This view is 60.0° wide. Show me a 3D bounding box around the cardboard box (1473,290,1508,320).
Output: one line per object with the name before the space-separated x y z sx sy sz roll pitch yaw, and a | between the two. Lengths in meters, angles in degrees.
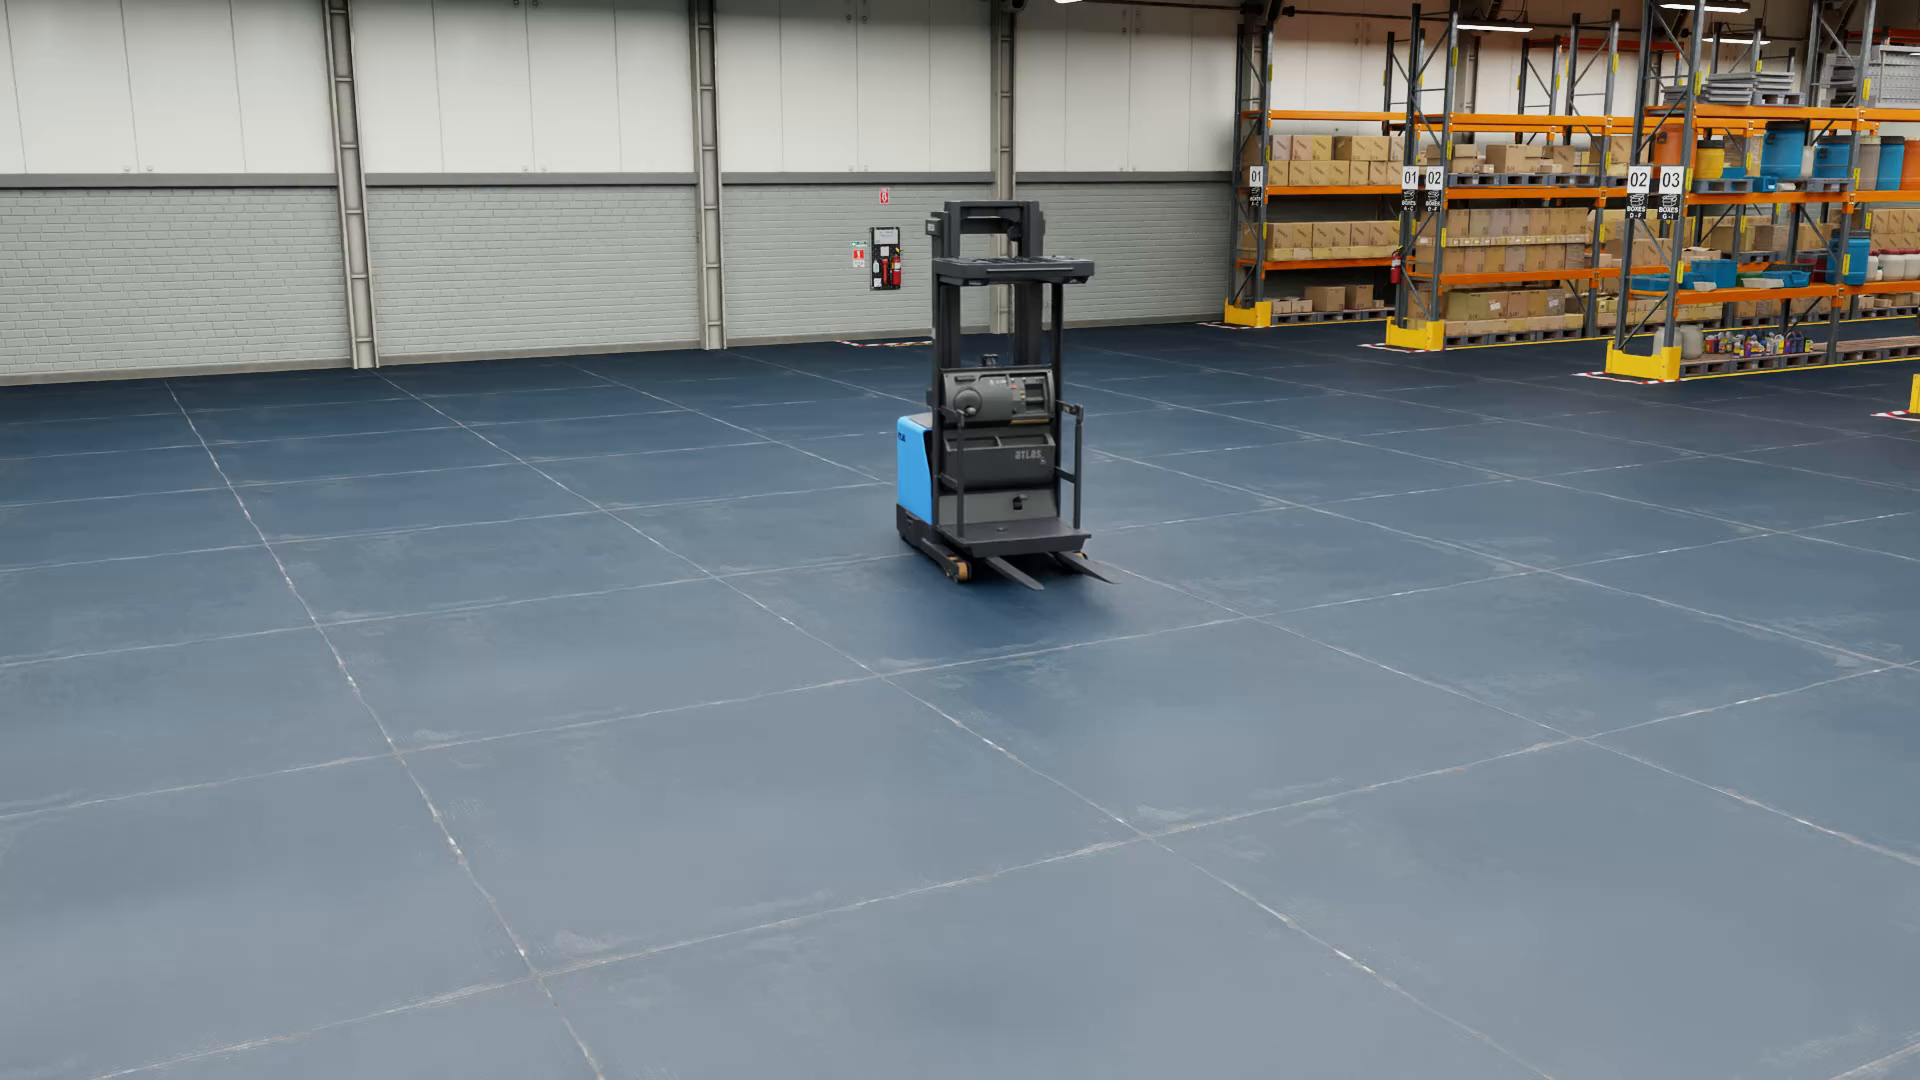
cardboard box | 9.718 -4.332 30.625 0.500 0.500 0.500 -7 14 -28

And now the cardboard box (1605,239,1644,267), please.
cardboard box | 12.925 -5.584 32.361 0.500 0.500 0.500 -6 14 -24

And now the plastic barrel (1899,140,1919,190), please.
plastic barrel | 16.263 -6.427 28.527 0.708 0.830 0.600 -7 14 -28

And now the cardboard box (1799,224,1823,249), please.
cardboard box | 17.706 -6.406 35.058 0.500 0.500 0.700 -4 13 -19

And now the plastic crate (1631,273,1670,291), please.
plastic crate | 10.936 -4.064 26.174 0.616 0.251 0.499 -7 14 -28

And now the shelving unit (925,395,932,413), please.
shelving unit | -0.187 -0.692 14.948 0.189 1.200 0.258 -4 13 -18

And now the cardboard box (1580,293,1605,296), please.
cardboard box | 12.452 -4.693 32.658 0.500 0.311 0.500 -6 14 -26

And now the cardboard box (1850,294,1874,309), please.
cardboard box | 19.275 -5.149 35.778 0.500 0.311 0.500 -7 14 -28

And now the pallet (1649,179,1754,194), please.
pallet | 11.413 -5.466 25.662 1.213 0.211 1.003 -7 14 -28

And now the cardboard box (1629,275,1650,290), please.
cardboard box | 15.917 -6.261 39.535 0.750 0.750 0.750 -7 14 -27

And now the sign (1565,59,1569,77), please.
sign | 11.510 -8.926 31.470 0.005 0.325 0.100 -7 14 -28

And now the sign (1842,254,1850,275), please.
sign | 14.405 -4.475 27.031 0.005 0.325 0.100 -7 14 -28

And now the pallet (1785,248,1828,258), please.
pallet | 18.049 -6.087 35.261 1.213 0.211 1.003 -7 14 -28

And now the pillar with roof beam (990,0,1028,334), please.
pillar with roof beam | 2.889 -7.642 28.069 0.548 9.000 9.100 -7 14 -28

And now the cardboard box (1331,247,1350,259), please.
cardboard box | 7.817 -6.025 34.844 0.500 0.250 0.500 -7 14 -27

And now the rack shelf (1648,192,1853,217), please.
rack shelf | 12.395 -5.349 26.352 4.000 0.370 1.077 -7 14 -28

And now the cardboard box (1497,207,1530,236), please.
cardboard box | 10.073 -5.877 30.711 0.500 0.500 0.700 -7 14 -28

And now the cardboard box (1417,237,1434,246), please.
cardboard box | 8.514 -5.423 30.170 0.250 0.149 0.380 -7 15 -29

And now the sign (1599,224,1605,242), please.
sign | 12.048 -5.756 31.202 0.005 0.325 0.100 -7 14 -28

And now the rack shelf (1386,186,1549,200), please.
rack shelf | 11.159 -7.679 36.705 4.000 0.370 1.077 -7 14 -28

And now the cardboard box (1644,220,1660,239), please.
cardboard box | 16.141 -7.304 39.283 0.500 0.500 0.500 -7 15 -29

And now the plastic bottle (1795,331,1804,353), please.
plastic bottle | 13.724 -3.246 27.232 0.185 0.351 0.144 -7 15 -29

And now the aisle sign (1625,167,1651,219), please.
aisle sign | 10.434 -5.344 25.603 0.004 0.787 0.394 -7 14 -28

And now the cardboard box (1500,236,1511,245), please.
cardboard box | 9.847 -5.482 30.431 0.250 0.149 0.380 -7 14 -29

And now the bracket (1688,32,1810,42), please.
bracket | 19.421 -12.367 40.869 4.783 0.066 0.076 -7 14 -28

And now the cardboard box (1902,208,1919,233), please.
cardboard box | 20.708 -6.938 36.103 0.500 0.500 0.500 -6 14 -26

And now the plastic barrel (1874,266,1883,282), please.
plastic barrel | 15.386 -4.489 28.040 0.301 0.262 0.301 0 13 0

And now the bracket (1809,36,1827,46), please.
bracket | 21.698 -12.640 42.081 0.430 0.232 0.235 -7 14 -28

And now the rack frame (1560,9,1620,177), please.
rack frame | 11.781 -8.329 31.122 0.127 3.000 1.000 -7 14 -28

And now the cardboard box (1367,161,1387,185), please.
cardboard box | 8.629 -7.727 35.005 0.500 0.500 0.500 -8 15 -33

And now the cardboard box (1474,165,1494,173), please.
cardboard box | 9.387 -6.685 29.947 0.250 0.149 0.380 -7 14 -28

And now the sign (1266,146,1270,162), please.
sign | 6.153 -7.721 33.261 0.005 0.325 0.100 -7 14 -28

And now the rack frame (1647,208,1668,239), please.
rack frame | 16.426 -7.198 39.760 0.127 3.000 1.000 -7 14 -28

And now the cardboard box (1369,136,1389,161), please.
cardboard box | 8.615 -8.201 34.836 0.500 0.500 0.500 -6 14 -25

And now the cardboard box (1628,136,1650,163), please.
cardboard box | 12.830 -7.485 31.880 0.500 0.500 0.500 -5 14 -22

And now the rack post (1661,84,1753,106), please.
rack post | 11.364 -6.764 25.308 0.954 0.300 0.937 -5 14 -22

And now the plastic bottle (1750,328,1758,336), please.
plastic bottle | 13.243 -3.364 27.758 0.185 0.351 0.144 -6 14 -26

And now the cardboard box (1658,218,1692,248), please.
cardboard box | 16.910 -7.398 39.967 0.700 0.700 0.980 -7 14 -27

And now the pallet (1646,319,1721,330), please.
pallet | 14.550 -4.383 33.605 1.213 0.211 1.003 -7 14 -28

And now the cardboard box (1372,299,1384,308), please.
cardboard box | 8.949 -5.127 36.008 0.250 0.166 0.380 -9 16 -35

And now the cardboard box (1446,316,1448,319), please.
cardboard box | 9.032 -4.013 30.914 0.500 0.250 0.500 -7 14 -28

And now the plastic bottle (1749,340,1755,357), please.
plastic bottle | 12.681 -3.076 26.660 0.097 0.271 0.097 0 13 0

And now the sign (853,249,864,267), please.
sign | -1.896 -5.271 31.118 0.234 0.329 0.001 -7 14 -28

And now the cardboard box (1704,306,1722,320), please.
cardboard box | 14.947 -4.584 33.451 0.500 0.250 0.500 -6 14 -27

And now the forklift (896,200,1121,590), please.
forklift | 0.386 -1.193 13.233 1.130 2.935 3.031 -4 13 -18

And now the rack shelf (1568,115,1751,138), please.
rack shelf | 13.536 -7.993 32.180 4.000 0.370 1.077 -7 14 -28

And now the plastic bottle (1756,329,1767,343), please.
plastic bottle | 13.312 -3.337 27.634 0.185 0.351 0.144 -7 14 -28

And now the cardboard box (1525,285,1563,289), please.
cardboard box | 11.224 -4.643 32.005 0.500 0.500 0.500 -7 14 -28

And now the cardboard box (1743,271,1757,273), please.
cardboard box | 19.370 -6.511 41.446 0.500 0.500 0.700 -7 14 -28

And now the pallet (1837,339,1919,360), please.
pallet | 15.894 -3.306 28.818 1.213 0.211 1.003 -7 14 -28

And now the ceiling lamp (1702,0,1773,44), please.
ceiling lamp | 17.038 -12.344 35.668 2.000 3.185 0.800 -7 14 -28

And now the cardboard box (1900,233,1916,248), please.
cardboard box | 20.269 -6.400 35.988 0.500 0.500 0.500 -7 14 -28
